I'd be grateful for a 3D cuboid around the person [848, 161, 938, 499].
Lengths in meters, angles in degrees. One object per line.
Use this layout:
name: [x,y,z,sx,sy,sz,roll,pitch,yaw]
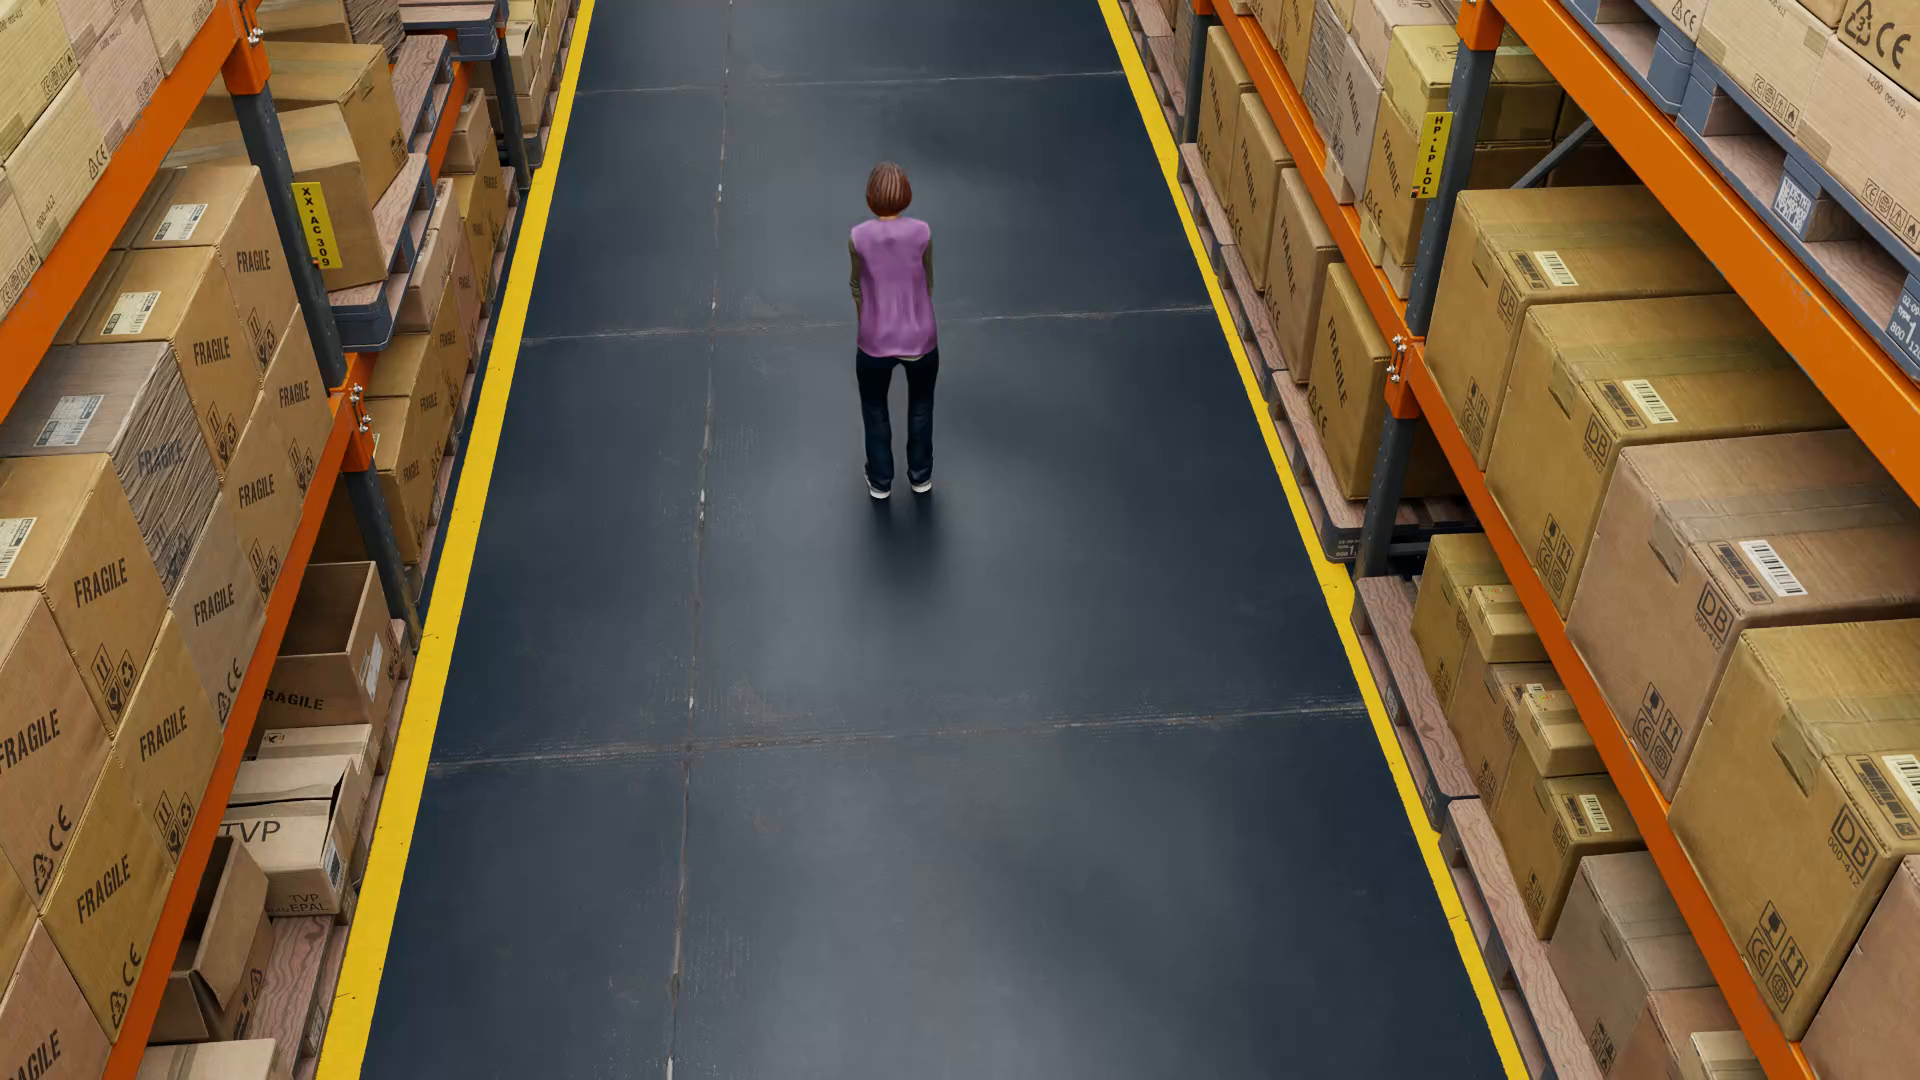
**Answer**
person: [-0.286,-0.903,7.274,0.372,1.577,0.525,-4,40,-5]
